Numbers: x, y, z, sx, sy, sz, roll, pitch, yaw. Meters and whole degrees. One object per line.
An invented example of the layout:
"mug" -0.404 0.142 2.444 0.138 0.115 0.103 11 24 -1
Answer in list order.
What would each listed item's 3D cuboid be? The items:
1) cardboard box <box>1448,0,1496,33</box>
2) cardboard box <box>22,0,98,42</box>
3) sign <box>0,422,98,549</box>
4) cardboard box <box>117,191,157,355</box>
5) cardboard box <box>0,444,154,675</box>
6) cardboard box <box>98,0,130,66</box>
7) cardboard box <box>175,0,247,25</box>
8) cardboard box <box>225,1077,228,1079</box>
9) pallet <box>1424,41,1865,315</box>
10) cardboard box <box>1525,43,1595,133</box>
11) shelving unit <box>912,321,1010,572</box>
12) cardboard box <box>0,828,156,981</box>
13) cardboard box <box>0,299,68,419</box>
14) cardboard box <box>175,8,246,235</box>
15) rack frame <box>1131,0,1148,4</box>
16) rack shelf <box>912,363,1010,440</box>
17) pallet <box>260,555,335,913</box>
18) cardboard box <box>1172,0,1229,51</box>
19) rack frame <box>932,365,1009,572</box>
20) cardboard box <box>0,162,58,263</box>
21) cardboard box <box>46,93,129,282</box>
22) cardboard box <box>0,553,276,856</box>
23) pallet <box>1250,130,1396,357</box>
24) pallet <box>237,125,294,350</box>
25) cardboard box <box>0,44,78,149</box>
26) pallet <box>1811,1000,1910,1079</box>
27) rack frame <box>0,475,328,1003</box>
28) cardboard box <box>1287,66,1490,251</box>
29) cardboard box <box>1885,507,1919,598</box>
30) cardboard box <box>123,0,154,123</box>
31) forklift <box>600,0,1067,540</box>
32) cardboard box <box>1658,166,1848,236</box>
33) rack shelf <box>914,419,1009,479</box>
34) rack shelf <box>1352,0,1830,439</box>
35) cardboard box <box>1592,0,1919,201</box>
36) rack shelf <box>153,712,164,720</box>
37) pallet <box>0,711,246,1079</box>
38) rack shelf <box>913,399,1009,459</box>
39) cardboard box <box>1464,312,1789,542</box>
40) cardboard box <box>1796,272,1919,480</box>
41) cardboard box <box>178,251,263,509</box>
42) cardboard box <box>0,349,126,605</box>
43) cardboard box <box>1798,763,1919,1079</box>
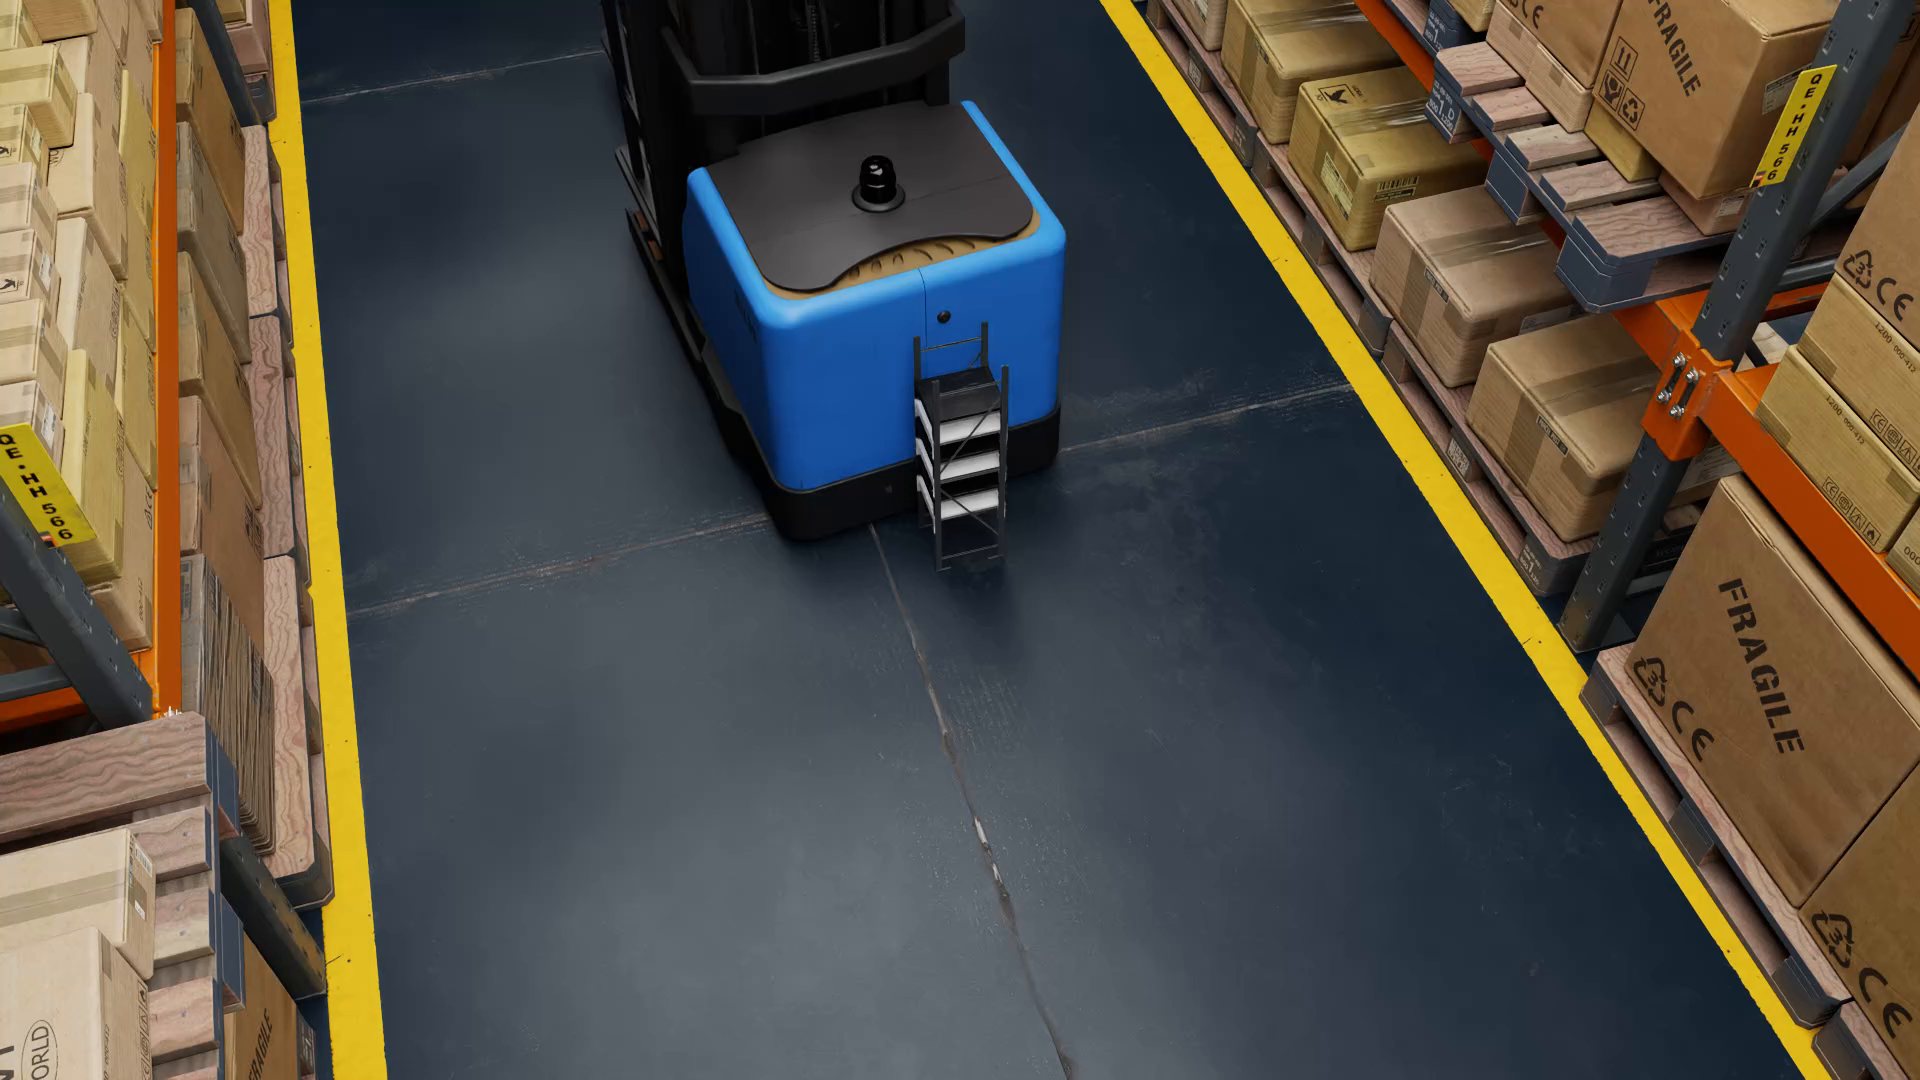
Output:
"cardboard box" 1.718 -1.724 5.131 0.380 0.149 0.250 -13 51 -10
"cardboard box" -2.584 -1.482 4.548 0.380 0.149 0.250 -15 51 -12
"sign" -1.758 -0.099 3.166 0.100 0.325 0.005 -13 51 -11
"cardboard box" -2.474 -0.696 4.473 0.500 0.250 0.500 -15 51 -12
"cardboard box" -2.171 0.047 3.846 0.500 0.250 0.500 -13 51 -11
"cardboard box" -2.762 -1.606 4.913 0.500 0.250 0.500 -12 51 -10
"cardboard box" -3.304 -2.376 6.988 0.500 0.250 0.500 -14 51 -11
"cardboard box" -1.775 1.335 3.598 0.380 0.149 0.250 -16 52 -13
"pallet" 2.155 -1.181 4.909 1.213 0.211 1.003 -13 51 -11
"cardboard box" 1.880 -1.341 4.808 0.380 0.149 0.250 -14 51 -11
"shelving unit" 0.002 -0.284 5.401 0.258 0.900 0.210 -13 51 -11
"cardboard box" -1.712 0.717 3.073 0.380 0.149 0.250 -12 51 -10
"cardboard box" -2.166 -0.357 3.599 0.380 0.149 0.250 -12 51 -10
"cardboard box" -3.291 -1.534 6.360 0.875 0.625 0.625 -11 51 -9
"rack frame" 1.284 -3.668 6.880 1.000 3.000 0.127 -13 51 -11
"rack shelf" 0.002 -0.437 5.220 0.258 0.077 0.200 -13 51 -11
"pallet" -2.479 0.667 5.050 1.003 0.211 1.213 -13 51 -11
"cardboard box" 1.442 -2.574 7.402 0.950 0.372 0.625 -13 51 -11
"rack frame" 0.032 -0.210 5.338 0.240 0.900 0.006 -13 51 -11
"cardboard box" -2.356 -0.727 3.911 0.380 0.149 0.250 -13 51 -11
"cardboard box" -2.455 -0.866 4.289 0.500 0.250 0.500 -14 51 -12
"cardboard box" -2.445 0.550 4.603 0.875 0.625 0.625 -12 51 -10
"pallet" 1.881 -1.308 6.715 1.003 0.211 1.213 -13 51 -11
"pallet" -3.201 -1.115 6.552 1.003 0.211 1.213 -13 51 -11
"cardboard box" -2.478 -1.103 4.228 0.380 0.149 0.250 -12 51 -10
"pallet" 2.986 1.634 4.234 1.003 0.211 1.213 -13 51 -11
"rack frame" -2.273 0.378 3.469 1.000 3.000 0.127 -13 51 -11
"cardboard box" 1.865 -1.542 6.532 0.950 0.372 0.625 -12 51 -10
"cardboard box" 2.541 0.087 3.813 0.500 0.250 0.500 -15 51 -12
"cardboard box" -2.786 -1.450 5.109 0.500 0.250 0.500 -13 51 -11
"forklift" -0.691 -2.095 5.599 1.130 2.935 3.031 -18 52 -15
"cardboard box" 2.146 -0.987 4.510 0.380 0.149 0.250 -12 51 -10
"rack shelf" 0.002 -0.321 5.358 0.258 0.077 0.200 -13 51 -11
"rack shelf" 1.876 -1.975 5.924 1.077 0.370 4.000 -13 51 -11
"cardboard box" 2.067 -1.279 4.332 0.500 0.500 0.500 -15 51 -12
"rack shelf" -1.682 2.071 2.513 1.077 0.370 4.000 -13 51 -11
"pallet" -2.006 0.919 3.138 1.213 0.211 1.003 -13 51 -11
"rack shelf" 0.002 -0.379 5.289 0.258 0.077 0.200 -13 51 -11
"cardboard box" 2.310 -0.450 5.611 0.950 0.372 0.625 -16 52 -13
"cardboard box" 2.381 -0.433 3.925 0.500 0.250 0.500 -14 51 -11
"cardboard box" -2.845 -0.417 5.418 0.875 0.625 0.625 -15 52 -12
"cardboard box" -2.147 -0.119 3.660 0.500 0.250 0.500 -13 51 -11
"cardboard box" 2.852 0.979 4.078 0.875 0.875 0.875 -13 51 -11
